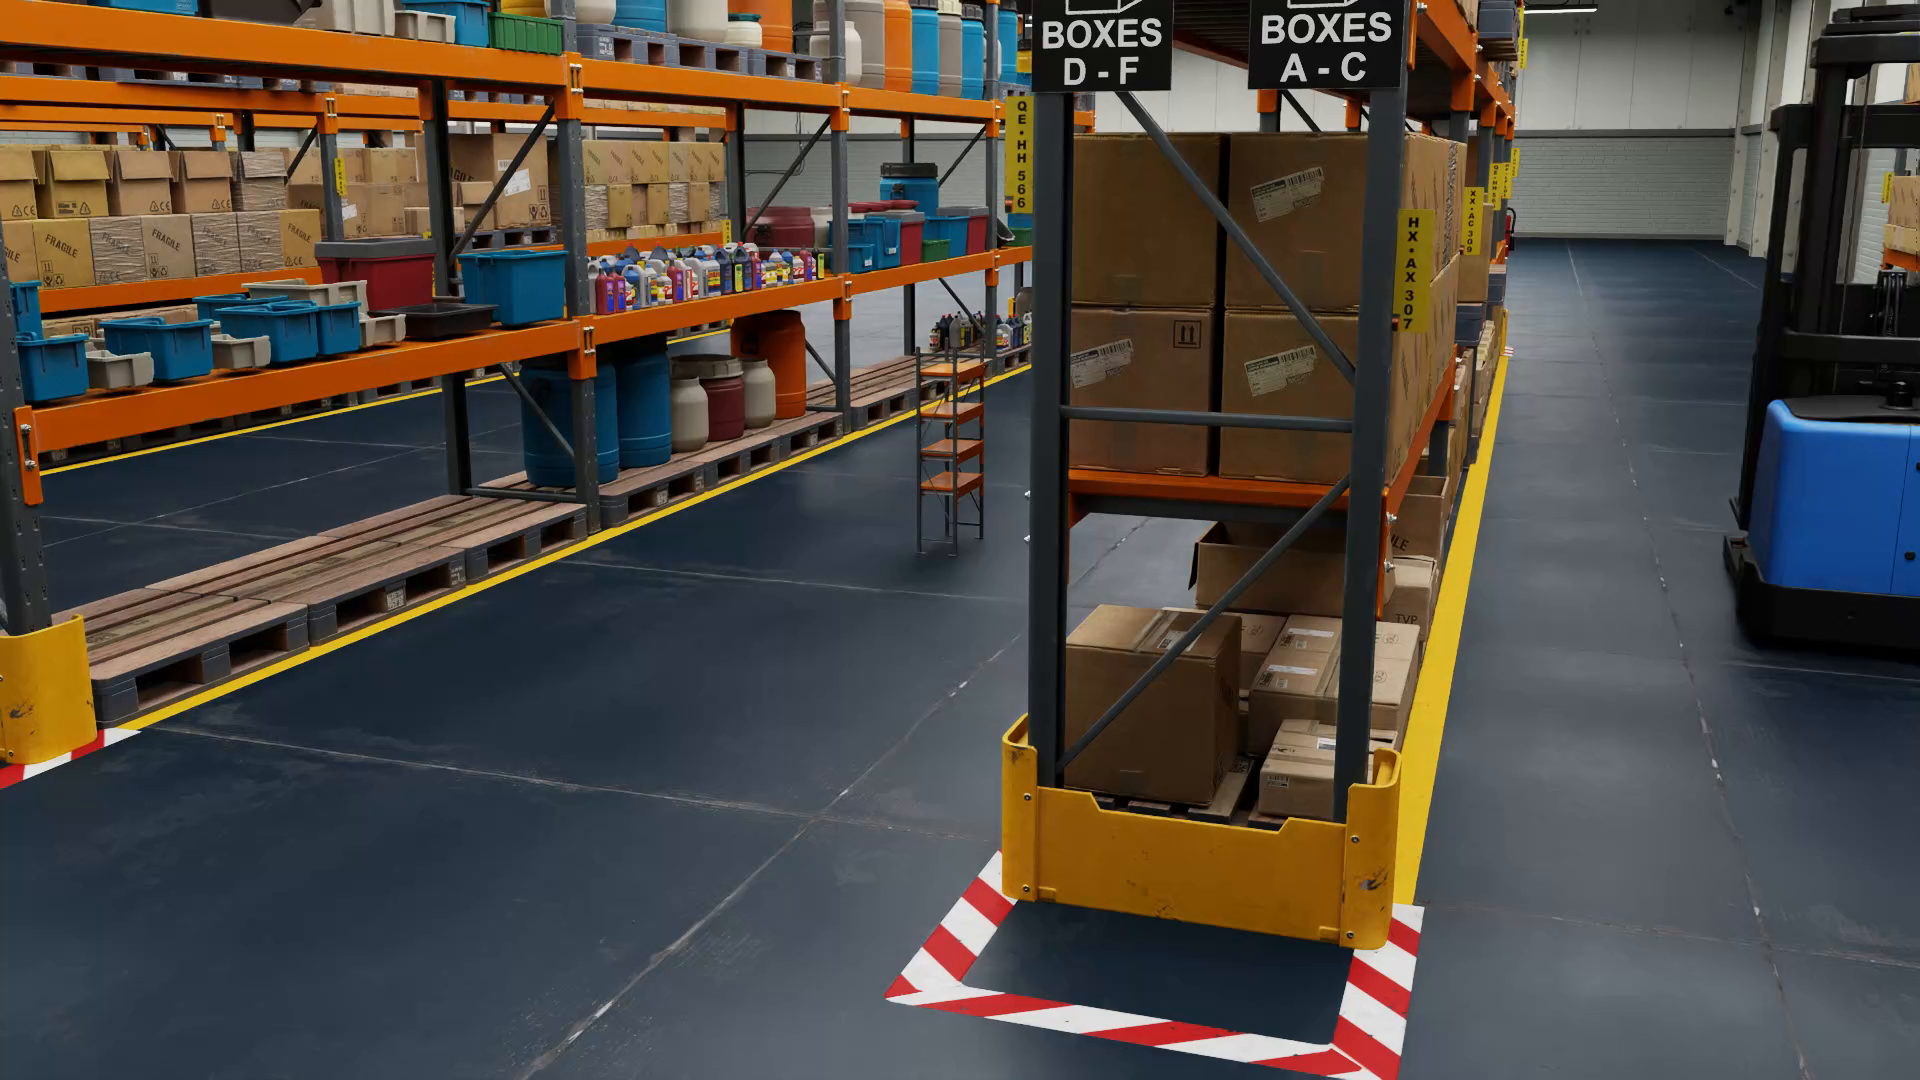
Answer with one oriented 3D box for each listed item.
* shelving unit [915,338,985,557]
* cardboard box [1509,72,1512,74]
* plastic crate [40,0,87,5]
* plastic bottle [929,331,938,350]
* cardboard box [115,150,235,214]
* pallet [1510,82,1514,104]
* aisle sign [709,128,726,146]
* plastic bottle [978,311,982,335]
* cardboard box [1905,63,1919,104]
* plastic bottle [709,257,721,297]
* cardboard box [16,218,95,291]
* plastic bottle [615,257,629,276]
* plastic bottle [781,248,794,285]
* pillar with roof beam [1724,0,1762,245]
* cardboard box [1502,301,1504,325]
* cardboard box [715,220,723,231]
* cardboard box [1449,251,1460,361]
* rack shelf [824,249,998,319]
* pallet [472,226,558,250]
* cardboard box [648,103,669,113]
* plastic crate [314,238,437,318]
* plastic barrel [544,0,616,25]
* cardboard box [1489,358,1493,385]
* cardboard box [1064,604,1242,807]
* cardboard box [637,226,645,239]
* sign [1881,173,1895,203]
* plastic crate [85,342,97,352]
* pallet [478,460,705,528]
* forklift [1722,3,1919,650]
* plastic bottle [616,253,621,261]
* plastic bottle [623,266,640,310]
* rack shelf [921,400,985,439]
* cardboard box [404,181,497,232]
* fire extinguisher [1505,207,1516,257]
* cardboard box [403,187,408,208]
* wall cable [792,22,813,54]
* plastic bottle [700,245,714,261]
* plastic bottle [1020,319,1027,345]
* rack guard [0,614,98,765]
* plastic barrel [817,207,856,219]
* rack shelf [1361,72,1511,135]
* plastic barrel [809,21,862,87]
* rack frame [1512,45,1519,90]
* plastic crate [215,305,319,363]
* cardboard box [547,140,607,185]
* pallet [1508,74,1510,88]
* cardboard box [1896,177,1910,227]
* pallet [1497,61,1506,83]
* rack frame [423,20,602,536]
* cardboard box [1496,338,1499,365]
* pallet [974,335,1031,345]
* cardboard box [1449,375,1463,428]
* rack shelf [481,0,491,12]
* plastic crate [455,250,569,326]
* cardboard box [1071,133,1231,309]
[{"bbox_3d":[-0.054,-0.550,9.702,0.258,1.200,0.503,4,14,18],"label":"shelving unit"},{"bbox_3d":[5.231,-4.986,16.863,0.797,0.503,0.637,6,14,25],"label":"cardboard box"},{"bbox_3d":[-3.601,-2.154,6.235,0.497,0.269,0.590,4,14,18],"label":"plastic crate"},{"bbox_3d":[-0.284,-2.170,18.052,0.097,0.201,0.097,0,13,0],"label":"plastic bottle"},{"bbox_3d":[-6.553,-2.983,13.837,0.797,0.503,0.637,5,14,20],"label":"cardboard box"},{"bbox_3d":[5.620,-4.978,18.513,1.003,0.211,1.213,4,14,18],"label":"pallet"},{"bbox_3d":[-3.195,-5.678,22.283,0.394,0.787,0.004,4,14,18],"label":"aisle sign"},{"bbox_3d":[0.215,-2.547,19.523,0.061,0.283,0.133,5,14,19],"label":"plastic bottle"},{"bbox_3d":[10.217,-4.818,17.345,0.500,0.500,0.500,5,14,20],"label":"cardboard box"},{"bbox_3d":[-1.715,-1.830,11.554,0.097,0.271,0.097,0,13,0],"label":"plastic bottle"},{"bbox_3d":[-6.835,-2.126,12.338,0.500,0.500,0.500,4,14,18],"label":"cardboard box"},{"bbox_3d":[-2.350,-1.835,11.575,0.097,0.271,0.097,0,13,0],"label":"plastic bottle"},{"bbox_3d":[-1.321,-2.087,12.680,0.097,0.271,0.097,0,13,0],"label":"plastic bottle"},{"bbox_3d":[16.787,-12.691,45.368,9.100,9.000,0.548,4,14,18],"label":"pillar with roof beam"},{"bbox_3d":[5.671,-2.589,18.141,0.500,0.500,0.500,4,14,18],"label":"cardboard box"},{"bbox_3d":[-3.396,-4.222,22.309,0.380,0.149,0.250,4,14,18],"label":"cardboard box"},{"bbox_3d":[2.072,-1.104,7.858,0.500,0.500,0.500,5,14,19],"label":"cardboard box"},{"bbox_3d":[-0.754,-2.449,15.592,1.077,0.370,4.000,4,14,18],"label":"rack shelf"},{"bbox_3d":[-5.178,-3.333,18.282,1.003,0.211,1.213,4,14,18],"label":"pallet"},{"bbox_3d":[-3.905,-5.370,20.370,0.500,0.250,0.500,4,13,17],"label":"cardboard box"},{"bbox_3d":[-3.221,-1.427,9.219,0.402,0.464,0.583,4,14,18],"label":"plastic crate"},{"bbox_3d":[-2.288,-3.362,9.988,0.433,0.535,0.433,0,13,0],"label":"plastic barrel"},{"bbox_3d":[4.719,-1.619,15.576,0.500,0.250,0.500,4,14,18],"label":"cardboard box"},{"bbox_3d":[0.639,0.535,5.530,0.500,0.500,0.500,4,14,18],"label":"cardboard box"},{"bbox_3d":[-4.058,-3.743,20.212,0.380,0.149,0.250,4,14,18],"label":"cardboard box"},{"bbox_3d":[10.048,-3.811,17.997,0.100,0.325,0.005,4,14,18],"label":"sign"},{"bbox_3d":[-3.897,-0.779,7.119,0.396,0.136,0.243,4,14,18],"label":"plastic crate"},{"bbox_3d":[-2.406,-0.336,10.986,1.003,0.211,1.213,4,14,18],"label":"pallet"},{"bbox_3d":[4.729,-1.190,8.616,1.130,2.935,3.031,5,14,20],"label":"forklift"},{"bbox_3d":[-2.442,-1.898,11.824,0.061,0.283,0.133,4,14,18],"label":"plastic bottle"},{"bbox_3d":[-2.078,-1.594,10.520,0.097,0.271,0.097,0,13,0],"label":"plastic bottle"},{"bbox_3d":[-0.054,-0.703,9.667,0.258,0.148,0.480,4,14,18],"label":"rack shelf"},{"bbox_3d":[-5.267,-3.461,17.233,0.797,0.503,0.637,6,14,24],"label":"cardboard box"},{"bbox_3d":[6.351,-3.659,19.452,0.296,0.674,0.183,4,14,18],"label":"fire extinguisher"},{"bbox_3d":[-8.237,-4.789,23.894,0.875,0.550,0.550,4,14,18],"label":"cardboard box"},{"bbox_3d":[-4.181,-15.928,55.177,3.097,2.526,0.112,4,14,18],"label":"wall cable"},{"bbox_3d":[-1.997,-2.153,12.957,0.152,0.276,0.135,4,14,18],"label":"plastic bottle"},{"bbox_3d":[0.701,-2.322,18.537,0.061,0.283,0.133,5,14,21],"label":"plastic bottle"},{"bbox_3d":[-3.985,0.531,6.539,1.175,0.500,0.348,4,14,18],"label":"rack guard"},{"bbox_3d":[-1.134,-2.753,15.060,0.421,0.512,0.421,0,13,0],"label":"plastic barrel"},{"bbox_3d":[3.932,-3.554,13.692,1.077,0.370,4.000,4,14,18],"label":"rack shelf"},{"bbox_3d":[-1.011,-3.939,13.511,0.421,0.512,0.421,0,13,0],"label":"plastic barrel"},{"bbox_3d":[5.873,-6.630,18.813,1.000,3.000,0.127,4,14,18],"label":"rack frame"},{"bbox_3d":[-3.172,-0.947,7.638,0.416,0.233,0.300,4,14,18],"label":"plastic crate"},{"bbox_3d":[-4.407,-4.335,19.099,0.500,0.500,0.500,4,14,18],"label":"cardboard box"},{"bbox_3d":[4.830,-4.464,16.262,1.003,0.211,1.213,4,14,18],"label":"pallet"},{"bbox_3d":[9.953,-3.469,17.054,0.500,0.500,0.500,4,14,19],"label":"cardboard box"},{"bbox_3d":[3.420,-3.541,12.443,1.213,0.211,1.003,5,14,21],"label":"pallet"},{"bbox_3d":[-2.695,-1.536,9.977,1.000,3.000,0.127,4,14,18],"label":"rack frame"},{"bbox_3d":[5.182,-1.908,16.842,0.500,0.250,0.500,4,14,18],"label":"cardboard box"},{"bbox_3d":[0.543,-2.257,19.403,1.003,0.211,1.213,4,14,18],"label":"pallet"},{"bbox_3d":[2.701,-0.835,9.849,0.500,0.250,0.500,4,14,19],"label":"cardboard box"},{"bbox_3d":[-5.440,-5.535,16.531,1.077,0.370,4.000,4,14,18],"label":"rack shelf"},{"bbox_3d":[-2.524,-1.435,9.434,0.392,0.384,0.575,4,14,18],"label":"plastic crate"},{"bbox_3d":[0.580,-0.986,5.096,0.500,0.500,0.500,4,14,18],"label":"cardboard box"}]
